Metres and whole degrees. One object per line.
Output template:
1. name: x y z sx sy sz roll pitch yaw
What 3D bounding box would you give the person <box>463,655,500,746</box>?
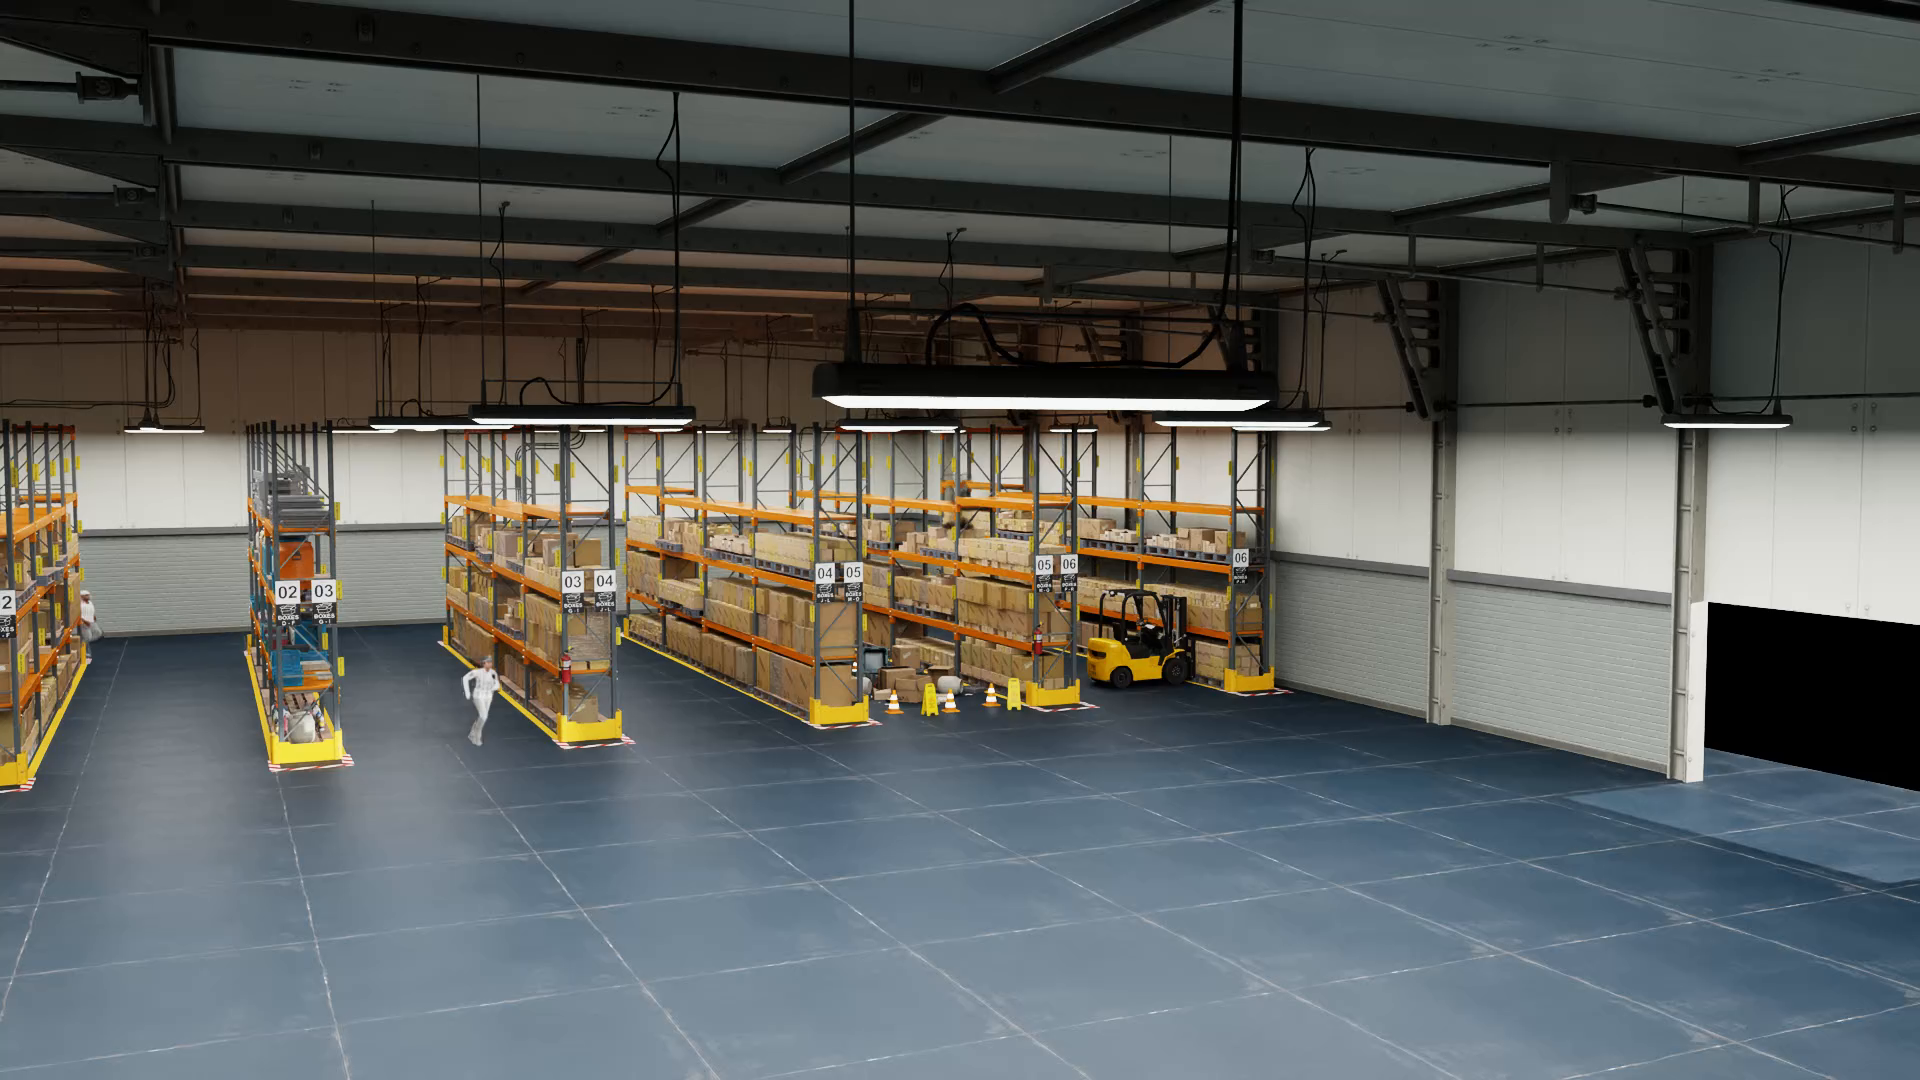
1. person: -8.869 2.989 30.904 0.678 1.736 0.633 3 5 41

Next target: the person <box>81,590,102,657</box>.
1. person: -22.623 2.164 43.177 0.538 1.728 0.727 0 4 4

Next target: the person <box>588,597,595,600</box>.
1. person: -10.406 2.041 46.481 0.558 1.547 0.522 -1 4 -21
